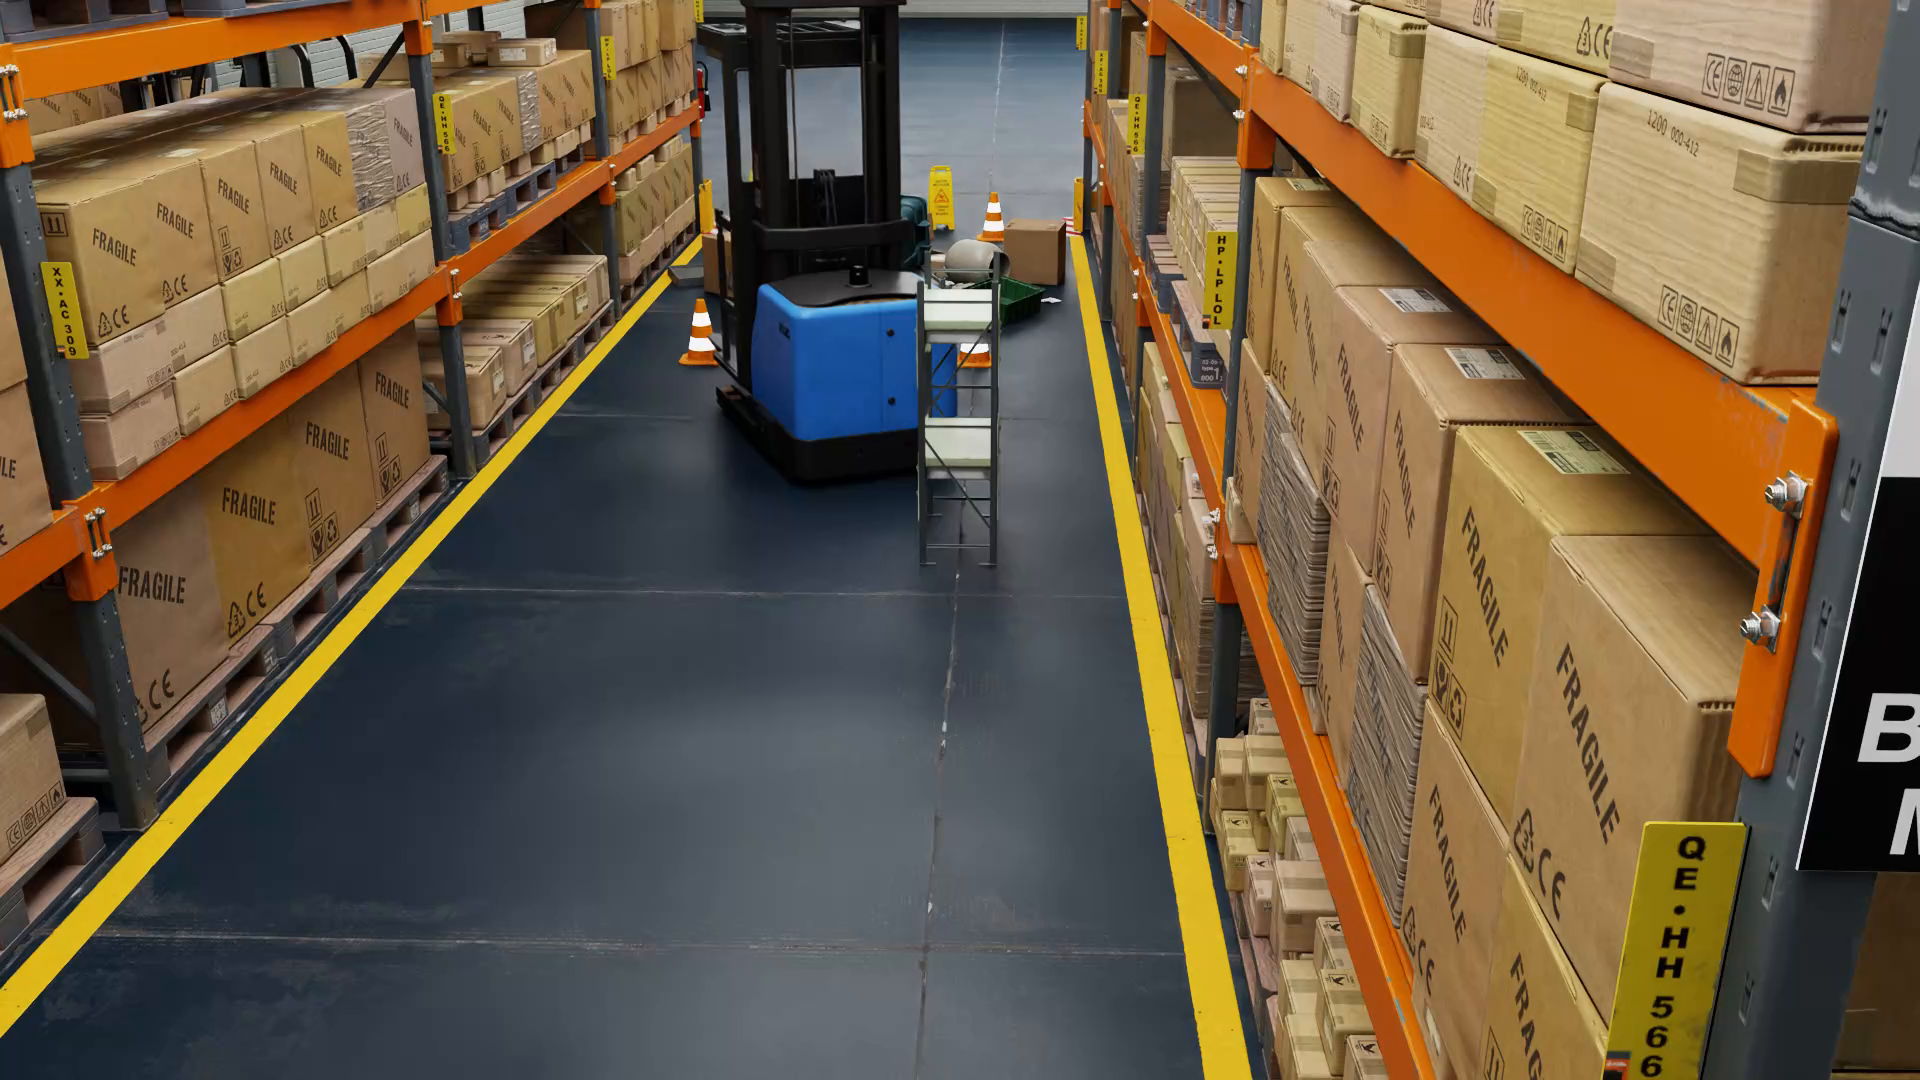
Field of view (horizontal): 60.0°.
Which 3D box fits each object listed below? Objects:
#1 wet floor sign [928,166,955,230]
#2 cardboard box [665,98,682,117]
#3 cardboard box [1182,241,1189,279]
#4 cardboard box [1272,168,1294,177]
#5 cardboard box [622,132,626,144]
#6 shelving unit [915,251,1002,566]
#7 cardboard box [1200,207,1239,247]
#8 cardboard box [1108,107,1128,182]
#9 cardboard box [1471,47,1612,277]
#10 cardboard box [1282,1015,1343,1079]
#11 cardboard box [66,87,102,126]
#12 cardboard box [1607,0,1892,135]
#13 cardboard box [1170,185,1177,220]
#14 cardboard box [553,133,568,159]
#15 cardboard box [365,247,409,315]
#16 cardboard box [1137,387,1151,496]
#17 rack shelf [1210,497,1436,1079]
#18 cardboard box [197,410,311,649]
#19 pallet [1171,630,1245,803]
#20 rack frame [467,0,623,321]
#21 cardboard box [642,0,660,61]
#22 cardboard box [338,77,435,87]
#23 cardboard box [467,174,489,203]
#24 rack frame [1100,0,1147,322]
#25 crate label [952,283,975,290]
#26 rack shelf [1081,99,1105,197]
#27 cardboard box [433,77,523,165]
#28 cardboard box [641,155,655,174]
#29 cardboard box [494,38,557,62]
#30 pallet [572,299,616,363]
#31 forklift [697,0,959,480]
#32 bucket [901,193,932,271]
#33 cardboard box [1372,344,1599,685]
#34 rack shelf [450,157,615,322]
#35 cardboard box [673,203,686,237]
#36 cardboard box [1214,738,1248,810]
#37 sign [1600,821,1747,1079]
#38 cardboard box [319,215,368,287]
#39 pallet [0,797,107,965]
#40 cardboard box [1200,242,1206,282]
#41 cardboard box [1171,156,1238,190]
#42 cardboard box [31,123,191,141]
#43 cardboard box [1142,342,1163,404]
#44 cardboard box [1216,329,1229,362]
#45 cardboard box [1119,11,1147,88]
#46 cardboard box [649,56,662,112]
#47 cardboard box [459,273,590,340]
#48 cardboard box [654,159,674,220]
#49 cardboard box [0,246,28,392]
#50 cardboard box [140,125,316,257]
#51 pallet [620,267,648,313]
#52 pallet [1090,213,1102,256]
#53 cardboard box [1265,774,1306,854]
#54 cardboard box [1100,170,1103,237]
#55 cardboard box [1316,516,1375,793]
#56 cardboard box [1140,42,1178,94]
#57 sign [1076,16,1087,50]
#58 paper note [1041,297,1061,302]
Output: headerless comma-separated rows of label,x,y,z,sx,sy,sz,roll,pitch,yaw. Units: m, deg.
wet floor sign,-0.201,-3.584,17.374,0.267,0.644,0.232,-3,21,-8
cardboard box,-2.875,-4.134,15.884,0.380,0.149,0.250,1,21,3
cardboard box,1.296,-1.384,8.215,0.380,0.149,0.250,2,21,4
cardboard box,1.817,-1.963,9.803,0.500,0.500,0.500,1,21,2
cardboard box,-3.032,-3.403,13.999,0.380,0.149,0.250,1,21,1
shelving unit,0.000,-0.702,8.764,0.431,1.500,0.755,1,21,2
cardboard box,1.276,-1.382,7.389,0.380,0.149,0.250,0,21,1
cardboard box,1.356,-2.880,12.166,0.500,0.500,0.500,1,21,2
cardboard box,1.048,-0.545,2.347,0.500,0.250,0.500,1,21,2
cardboard box,1.045,1.369,4.304,0.380,0.149,0.250,1,21,2
cardboard box,-7.969,-3.850,14.666,0.500,0.500,0.500,0,21,1
cardboard box,1.050,-0.595,1.786,0.500,0.250,0.500,0,21,0
cardboard box,1.318,-1.802,8.881,0.380,0.149,0.250,2,21,4
cardboard box,-3.037,-2.830,11.942,0.380,0.149,0.250,1,21,2
cardboard box,-3.173,-1.334,8.528,0.500,0.250,0.500,1,21,3
cardboard box,1.257,-0.534,9.134,0.500,0.500,0.500,0,21,-1
rack shelf,1.351,0.748,3.949,1.077,0.370,4.000,1,21,2
cardboard box,-3.580,-0.085,7.459,0.875,0.875,0.875,1,21,3
pallet,1.434,0.708,6.912,1.003,0.211,1.213,1,21,2
rack frame,-3.295,-3.221,13.183,1.000,3.000,0.127,1,21,2
cardboard box,-2.986,-4.395,14.277,0.700,0.500,0.500,0,21,0
cardboard box,-3.662,-2.693,10.692,0.500,0.500,0.500,-1,21,-2
cardboard box,-3.125,-2.169,10.239,0.380,0.149,0.250,-1,21,-2
rack frame,1.655,-3.203,13.137,1.000,3.000,0.127,1,21,2
crate label,0.074,-2.128,14.324,0.298,0.136,0.250,-16,26,-35
rack shelf,1.716,-3.591,15.131,1.077,0.370,4.000,1,21,2
cardboard box,-3.154,-2.697,10.702,0.500,0.500,0.500,1,21,3
cardboard box,-2.925,-3.325,14.739,0.380,0.149,0.250,2,21,5
cardboard box,-3.092,-3.486,11.839,0.380,0.149,0.250,0,21,0
pallet,-3.318,-1.639,12.962,1.003,0.211,1.213,1,21,2
forklift,-1.007,-2.220,10.698,1.130,2.935,3.031,-8,23,-20
bucket,-0.645,-2.460,13.647,0.726,0.611,0.620,8,33,20
cardboard box,1.078,-0.055,3.093,0.500,0.500,0.500,2,21,4
rack shelf,-3.356,-2.162,11.450,1.077,0.370,4.000,1,21,2
cardboard box,-2.953,-3.099,16.089,0.500,0.250,0.500,1,21,2
cardboard box,1.081,0.812,5.740,0.380,0.149,0.250,2,21,4
sign,0.736,0.435,1.723,0.100,0.325,0.005,1,21,2
cardboard box,-3.185,-1.389,7.979,0.500,0.250,0.500,0,21,0
pallet,-3.640,1.246,5.527,1.003,0.211,1.213,1,21,2
cardboard box,1.276,-1.238,7.429,0.380,0.149,0.250,1,21,4
cardboard box,1.326,-1.946,8.843,0.380,0.149,0.250,1,21,2
cardboard box,-3.732,-1.563,7.390,0.500,0.500,0.500,1,21,2
cardboard box,1.271,-0.890,9.015,0.500,0.250,0.500,0,21,-1
cardboard box,1.251,-0.810,6.736,0.380,0.149,0.250,0,21,-1
cardboard box,1.701,-3.909,13.258,0.875,0.550,0.550,1,21,2
cardboard box,-2.988,-4.108,14.921,0.500,0.500,0.500,1,21,2
cardboard box,-3.327,-1.742,12.424,0.950,0.372,0.625,2,21,5
cardboard box,-2.972,-3.267,15.486,0.500,0.500,0.500,0,21,0
cardboard box,-3.277,-0.668,5.082,0.500,0.500,0.500,0,21,1
cardboard box,-3.223,-1.550,7.356,0.500,0.500,0.500,0,21,1
pallet,-3.310,-2.164,14.315,1.003,0.211,1.213,1,21,2
pallet,1.831,-3.059,16.622,1.003,0.211,1.213,1,21,2
cardboard box,1.168,0.859,5.207,0.380,0.149,0.250,0,21,1
cardboard box,1.798,-3.290,15.719,0.875,0.875,0.875,0,21,1
cardboard box,1.099,0.235,3.726,0.500,0.500,0.500,2,21,4
cardboard box,1.617,-3.167,11.525,0.700,0.500,0.500,1,21,2
sign,1.222,-5.098,16.715,0.100,0.325,0.005,1,21,2
paper note,0.771,-2.072,14.326,0.147,0.020,0.142,-16,26,-35
